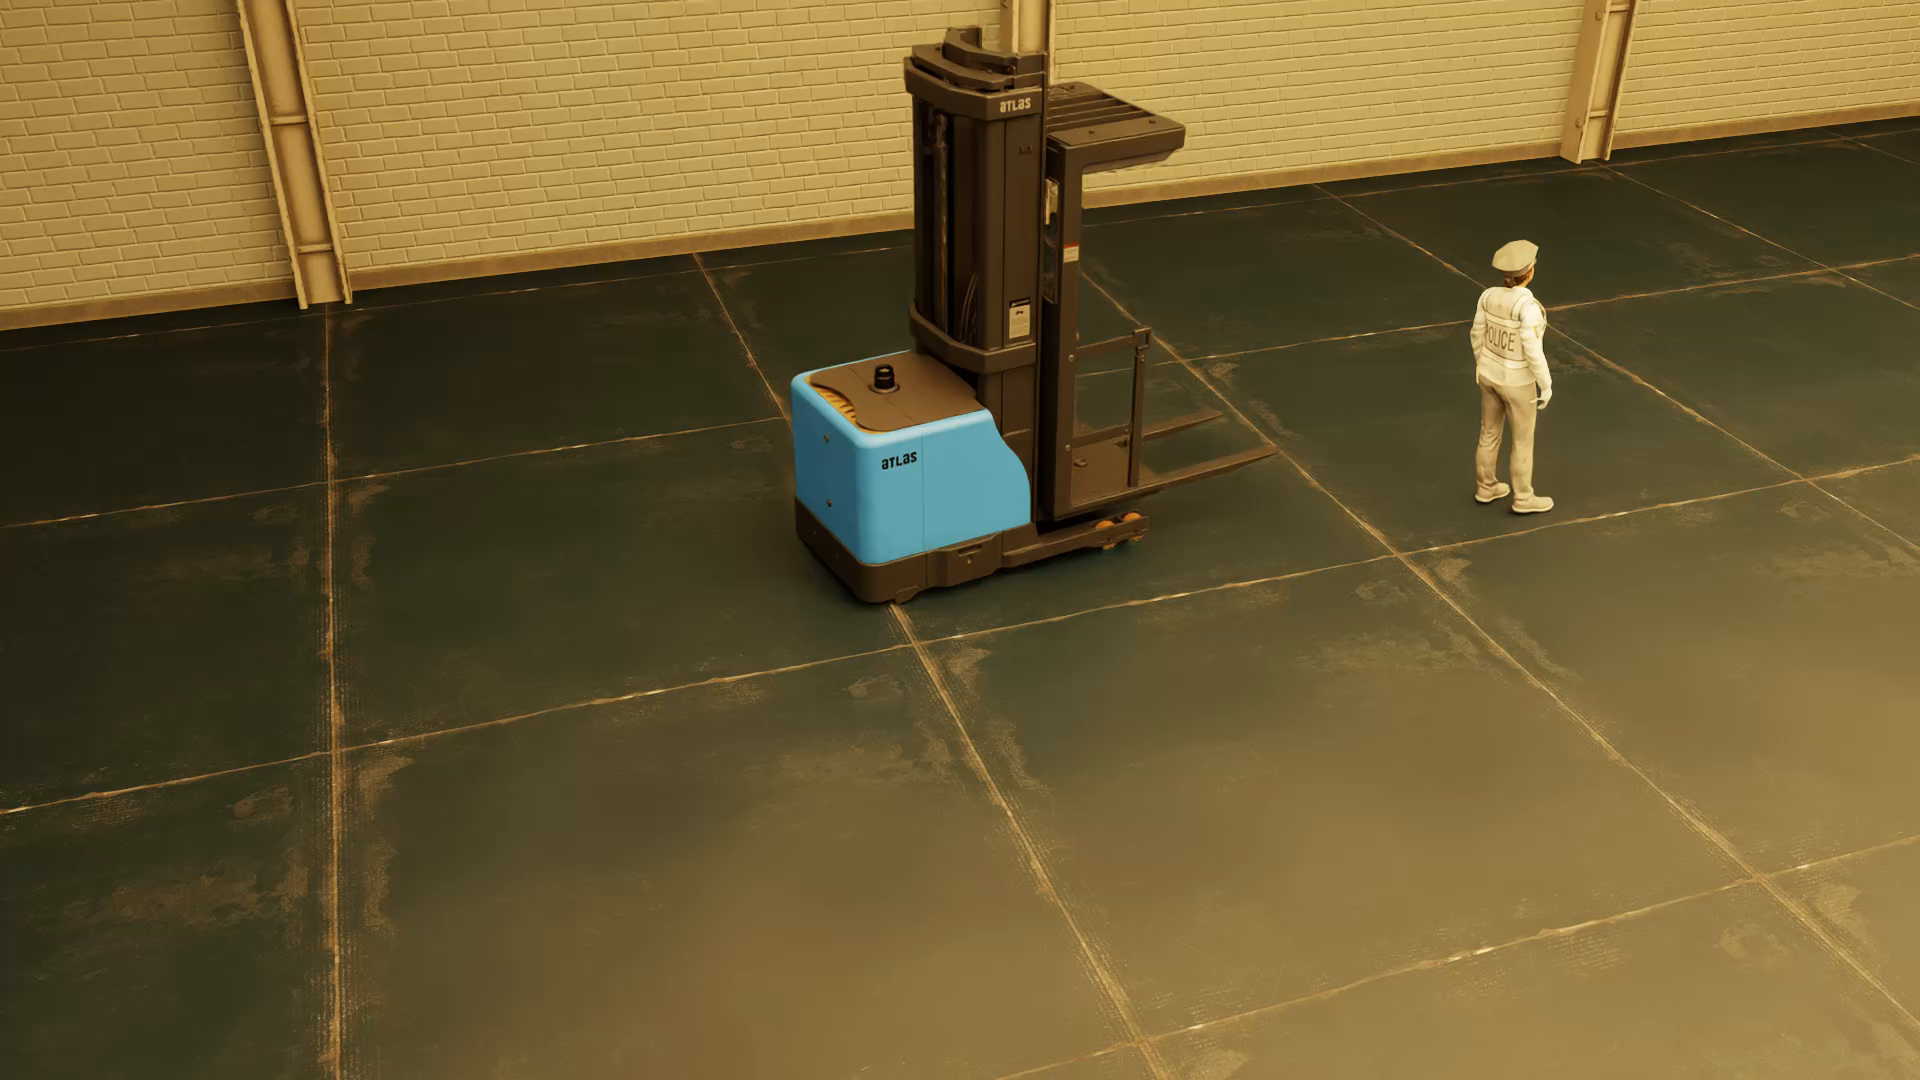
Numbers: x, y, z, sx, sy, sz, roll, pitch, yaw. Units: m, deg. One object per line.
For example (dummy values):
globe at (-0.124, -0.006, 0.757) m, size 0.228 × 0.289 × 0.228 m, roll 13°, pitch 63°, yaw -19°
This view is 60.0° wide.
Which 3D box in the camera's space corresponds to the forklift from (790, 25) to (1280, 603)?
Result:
forklift at (0.554, -1.432, 9.576) m, size 3.031 × 2.935 × 1.130 m, roll -15°, pitch 33°, yaw -25°

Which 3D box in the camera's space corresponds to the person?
person at (3.353, -0.990, 10.039) m, size 0.521 × 1.700 × 0.576 m, roll -16°, pitch 34°, yaw -25°
